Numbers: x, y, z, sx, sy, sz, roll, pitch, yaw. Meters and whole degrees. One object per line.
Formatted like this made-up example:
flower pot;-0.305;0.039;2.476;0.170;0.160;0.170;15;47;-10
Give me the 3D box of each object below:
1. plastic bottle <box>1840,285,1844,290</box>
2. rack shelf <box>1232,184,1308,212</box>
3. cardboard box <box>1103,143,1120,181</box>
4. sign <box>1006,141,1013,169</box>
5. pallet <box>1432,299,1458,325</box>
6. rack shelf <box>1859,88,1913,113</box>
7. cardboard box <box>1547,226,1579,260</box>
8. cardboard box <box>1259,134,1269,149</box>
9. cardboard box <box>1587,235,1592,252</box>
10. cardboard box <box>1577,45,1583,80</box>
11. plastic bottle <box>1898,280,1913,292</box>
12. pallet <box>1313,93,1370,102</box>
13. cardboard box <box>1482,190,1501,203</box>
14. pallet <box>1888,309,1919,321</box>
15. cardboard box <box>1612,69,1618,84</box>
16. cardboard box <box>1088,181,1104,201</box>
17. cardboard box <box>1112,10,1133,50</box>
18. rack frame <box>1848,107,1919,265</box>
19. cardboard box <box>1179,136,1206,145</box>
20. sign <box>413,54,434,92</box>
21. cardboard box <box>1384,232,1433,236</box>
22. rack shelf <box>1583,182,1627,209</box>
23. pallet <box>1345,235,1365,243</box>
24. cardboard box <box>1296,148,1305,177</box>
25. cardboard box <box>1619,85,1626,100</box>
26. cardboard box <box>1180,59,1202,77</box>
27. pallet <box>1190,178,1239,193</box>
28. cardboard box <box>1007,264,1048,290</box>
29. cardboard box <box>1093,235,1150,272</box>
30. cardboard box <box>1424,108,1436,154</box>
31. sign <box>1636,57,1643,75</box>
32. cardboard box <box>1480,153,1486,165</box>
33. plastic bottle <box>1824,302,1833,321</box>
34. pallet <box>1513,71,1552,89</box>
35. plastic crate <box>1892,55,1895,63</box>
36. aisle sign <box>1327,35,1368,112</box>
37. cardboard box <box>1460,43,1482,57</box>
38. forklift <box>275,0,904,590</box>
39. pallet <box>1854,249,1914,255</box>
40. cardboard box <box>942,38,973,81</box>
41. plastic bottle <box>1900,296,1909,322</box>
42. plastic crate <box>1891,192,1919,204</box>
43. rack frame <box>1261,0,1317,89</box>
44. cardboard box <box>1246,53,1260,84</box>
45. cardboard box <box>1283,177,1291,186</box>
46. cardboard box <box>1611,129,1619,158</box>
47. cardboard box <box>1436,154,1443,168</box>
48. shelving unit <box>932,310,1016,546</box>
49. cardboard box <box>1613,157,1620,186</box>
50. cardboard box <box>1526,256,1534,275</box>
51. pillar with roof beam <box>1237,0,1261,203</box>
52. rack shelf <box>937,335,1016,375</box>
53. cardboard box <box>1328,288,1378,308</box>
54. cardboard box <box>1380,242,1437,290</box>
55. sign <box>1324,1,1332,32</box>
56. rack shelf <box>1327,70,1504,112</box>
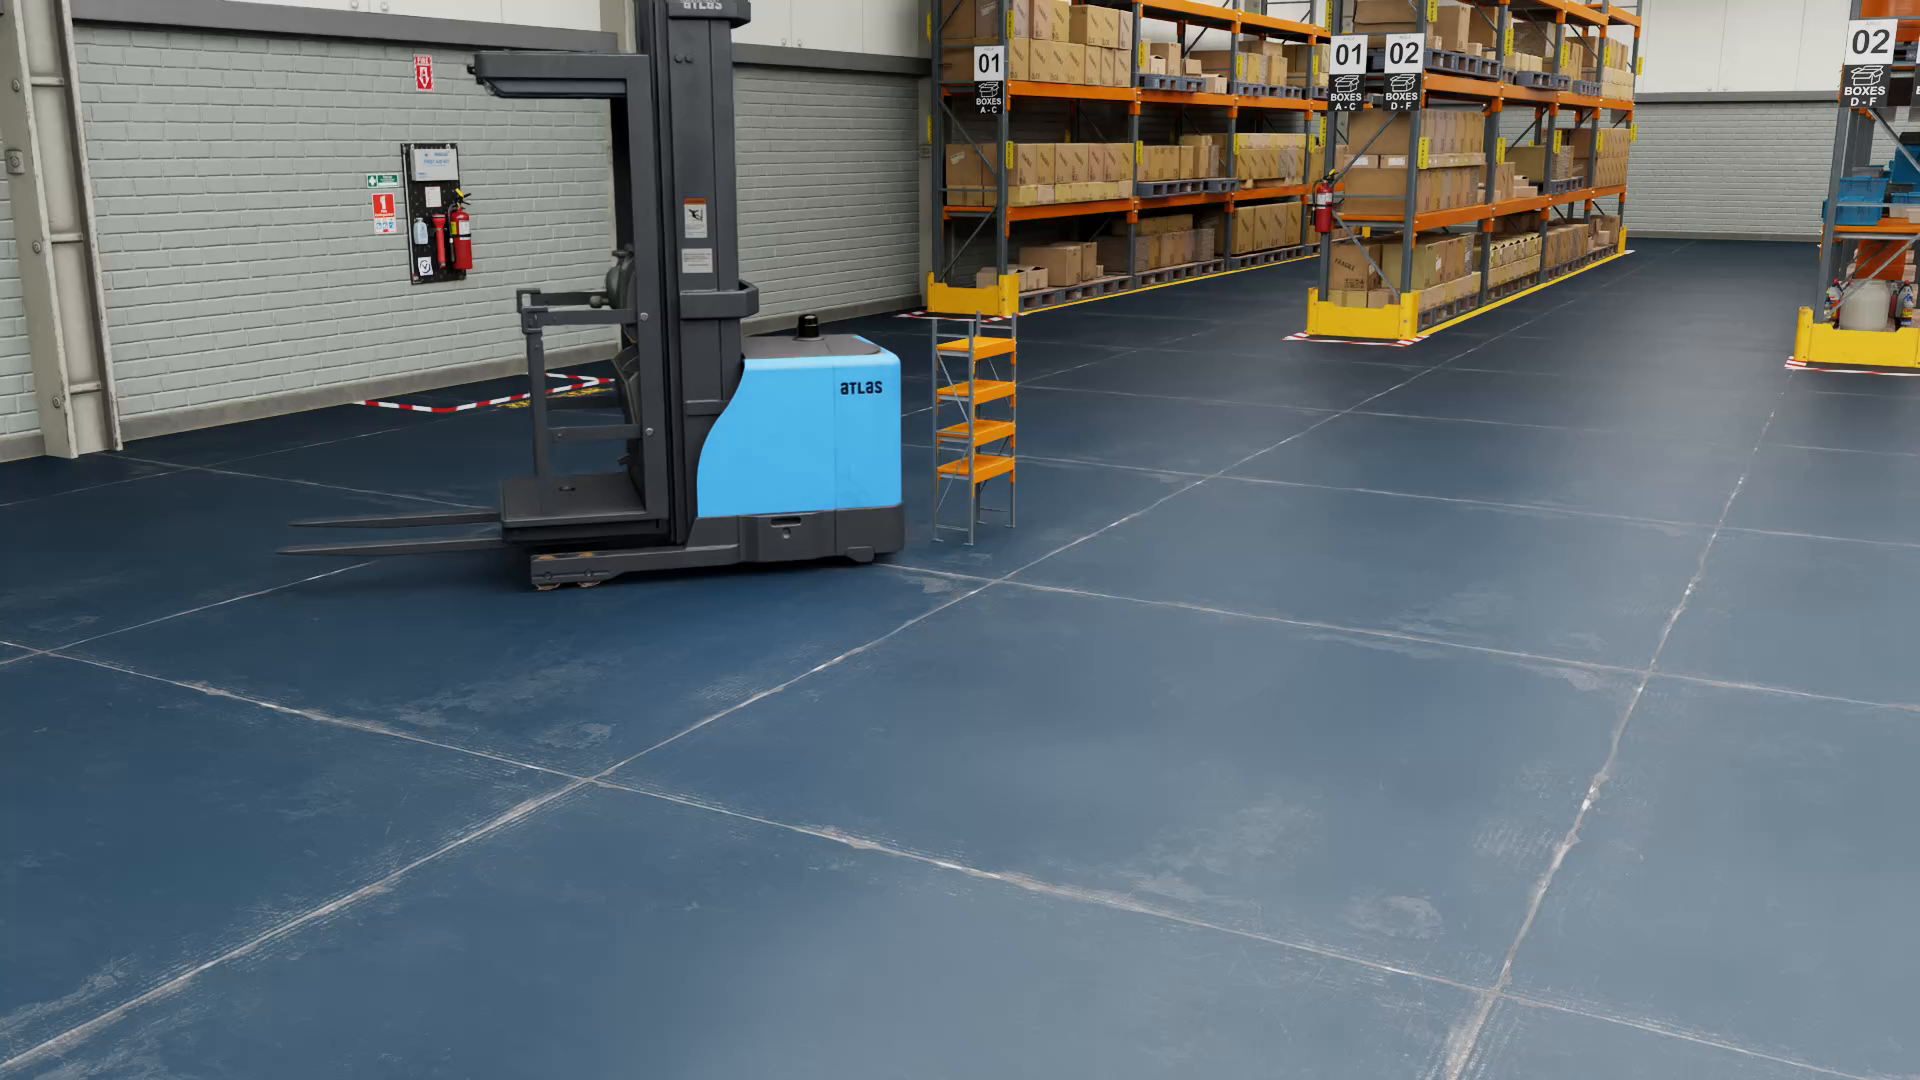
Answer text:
plastic bottle;10.054;-2.795;19.101;0.152;0.276;0.135;8;16;30
rack shelf;4.952;-5.995;29.033;1.077;0.370;4.000;7;15;28
cardboard box;1.858;-5.180;22.795;0.500;0.500;0.500;7;15;28
sign;0.593;-4.652;20.083;0.100;0.325;0.005;7;15;28
pallet;5.380;-2.788;20.146;1.003;0.211;1.213;7;15;28
rack shelf;11.691;-5.510;20.622;1.077;0.370;4.000;7;15;28
cardboard box;9.781;-4.856;27.170;0.500;0.500;0.500;8;16;29
cardboard box;4.928;-6.779;28.260;0.500;0.250;0.500;7;15;28
cardboard box;10.650;-5.162;28.845;0.500;0.311;0.500;7;15;28
cardboard box;9.949;-7.859;27.508;0.600;0.600;0.600;6;15;23
plastic bottle;10.665;-2.752;18.762;0.144;0.351;0.185;7;15;27
pallet;7.503;-8.837;33.078;1.003;0.211;1.213;7;15;28
cardboard box;6.997;-4.589;22.205;0.380;0.149;0.250;7;15;28
pallet;10.363;-2.502;18.962;1.003;0.211;1.213;7;15;28
cardboard box;11.202;-8.098;29.077;0.500;0.250;0.500;7;15;28
cardboard box;1.610;-4.712;22.457;0.500;0.250;0.500;7;15;28
cardboard box;2.047;-6.982;22.806;0.500;0.500;0.500;6;15;23
rack frame;14.592;-5.632;25.995;1.000;3.000;0.127;7;15;28
cardboard box;3.702;-6.370;26.519;0.380;0.149;0.250;5;14;19
sign;-4.520;-3.937;14.018;0.001;0.298;0.199;7;15;28
cardboard box;5.657;-3.622;21.026;0.500;0.500;0.500;7;15;28
rack shelf;11.224;-6.255;30.112;1.077;0.370;4.000;7;15;28
pallet;7.535;-6.047;33.665;1.003;0.211;1.213;7;15;28
cardboard box;5.917;-6.834;30.091;0.500;0.500;0.500;7;15;27
cardboard box;11.692;-8.059;29.983;0.500;0.250;0.500;7;15;28
cardboard box;3.278;-7.197;25.821;0.797;0.503;0.637;10;17;36
pallet;3.734;-5.682;26.613;1.213;0.211;1.003;7;15;28
cardboard box;0.807;-3.448;21.734;0.500;0.311;0.500;9;16;33
cardboard box;2.393;-4.265;24.718;0.700;0.500;0.500;8;16;30
cardboard box;4.968;-4.625;18.837;0.700;0.500;0.500;7;15;27
sign;12.667;-8.836;30.997;0.100;0.325;0.005;7;15;28
cardboard box;6.446;-4.837;21.098;0.380;0.149;0.250;7;15;28
plastic bottle;9.295;-2.450;17.828;0.097;0.201;0.097;0;14;0
pallet;7.536;-6.361;23.020;1.003;0.211;1.213;8;16;31
plastic crate;9.723;-5.053;17.645;0.336;0.188;0.450;7;15;28
aisle sign;4.167;-5.016;17.891;0.394;0.787;0.004;7;15;28
cardboard box;6.046;-5.883;19.975;0.380;0.149;0.250;7;15;28
forklift;-1.862;-1.320;8.256;3.031;2.935;1.130;-4;14;-15
pallet;16.093;-4.932;29.042;1.003;0.211;1.213;7;15;28
cardboard box;0.098;-5.923;20.547;0.500;0.500;0.500;9;16;32
plastic bottle;10.106;-2.465;17.739;0.097;0.271;0.097;0;14;0
plastic crate;10.427;-3.661;18.135;0.499;0.251;0.616;7;15;28
rack frame;5.919;-9.671;29.948;1.000;3.000;0.127;7;15;28
cardboard box;4.659;-7.987;28.212;0.700;0.500;0.500;8;16;31
cardboard box;5.661;-6.377;29.580;0.380;0.149;0.250;7;15;28
cardboard box;11.478;-7.111;29.782;0.500;0.500;0.500;8;16;30
cardboard box;5.332;-4.364;19.138;0.380;0.149;0.250;7;15;26
shelving unit;0.080;-0.617;9.034;0.258;1.200;0.503;7;15;28
cardboard box;11.719;-6.732;30.344;0.500;0.500;0.500;8;15;28
cardboard box;8.037;-3.999;24.192;0.500;0.250;0.500;7;15;27
pillar with roof beam;9.269;-9.425;28.927;9.100;9.000;0.400;7;15;28
rack shelf;0.080;-0.999;8.942;0.258;0.148;0.480;7;15;28
cardboard box;4.457;-2.743;18.982;0.500;0.250;0.500;7;15;28
cardboard box;5.150;-3.152;19.077;0.500;0.500;0.500;7;15;28
sign;3.988;-5.647;17.935;0.100;0.325;0.005;7;15;28
rack shelf;5.423;-5.251;19.549;1.077;0.370;4.000;7;15;28
